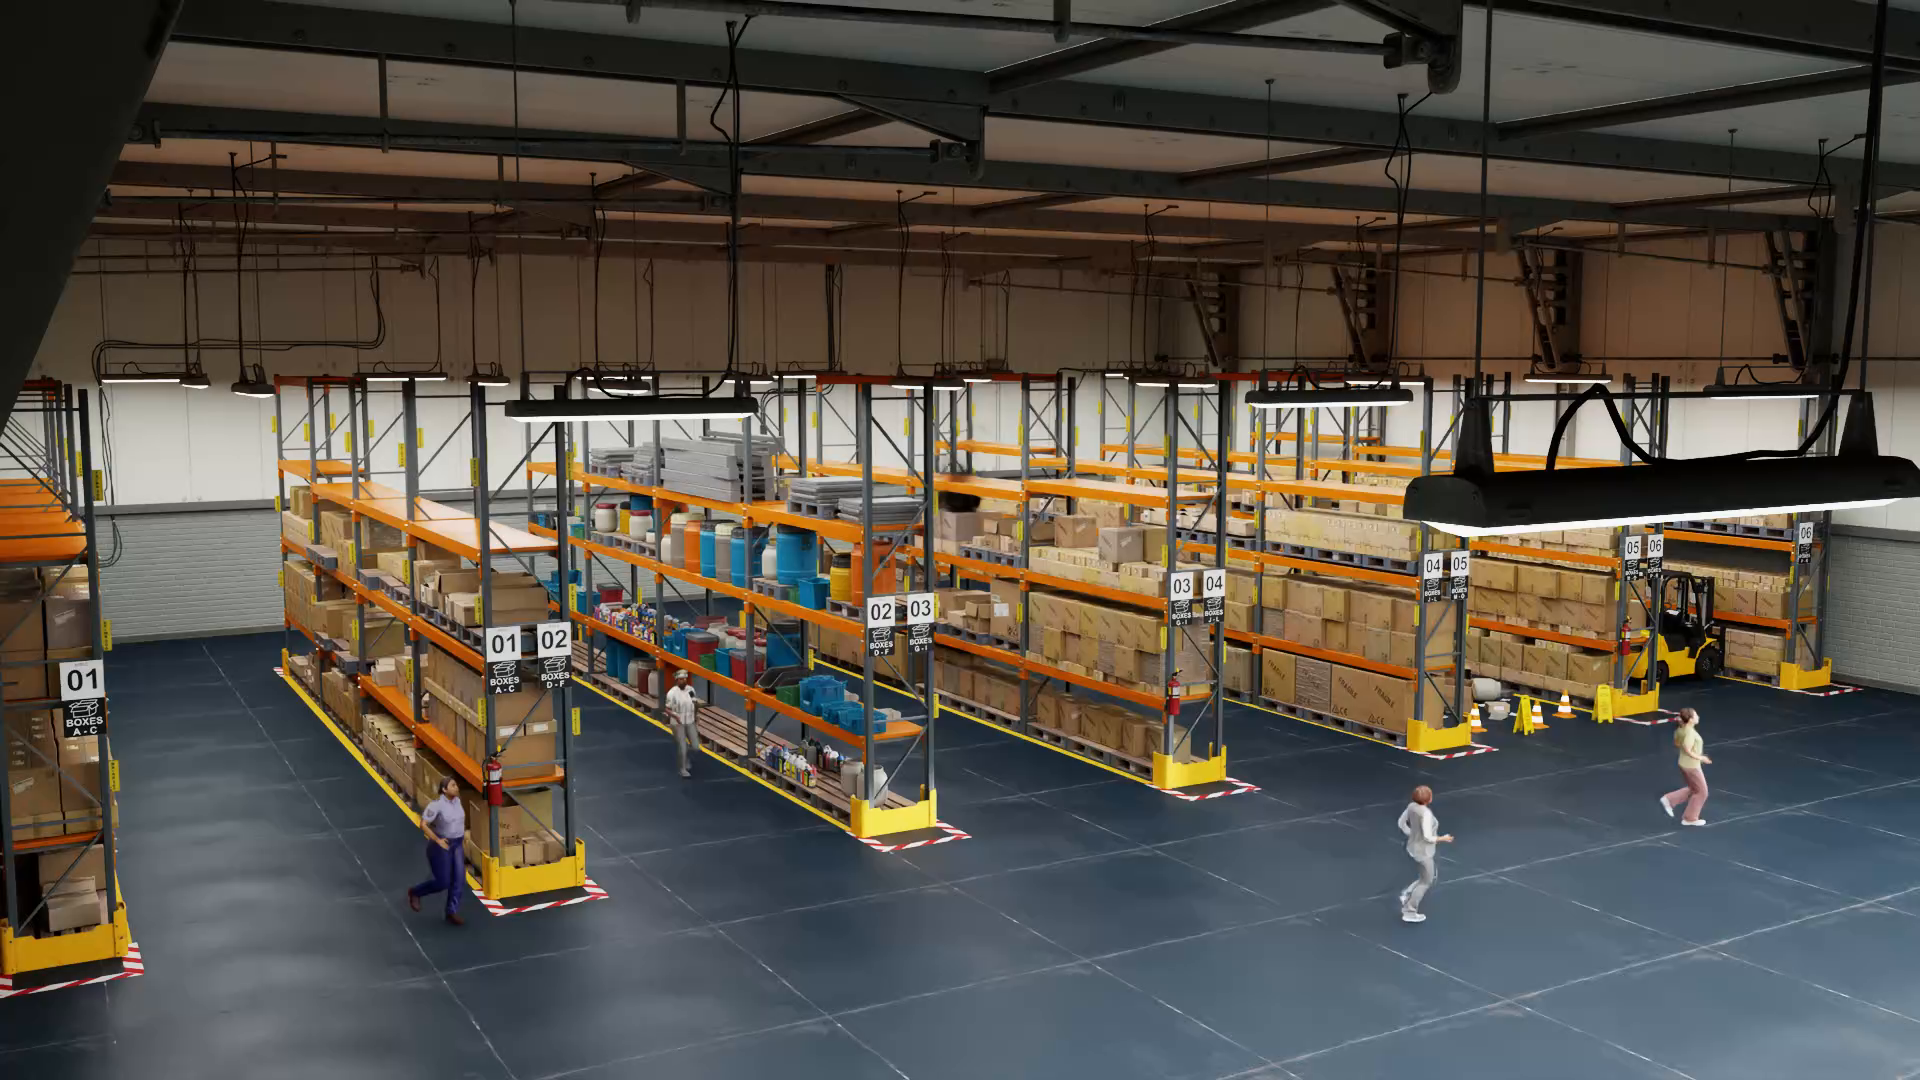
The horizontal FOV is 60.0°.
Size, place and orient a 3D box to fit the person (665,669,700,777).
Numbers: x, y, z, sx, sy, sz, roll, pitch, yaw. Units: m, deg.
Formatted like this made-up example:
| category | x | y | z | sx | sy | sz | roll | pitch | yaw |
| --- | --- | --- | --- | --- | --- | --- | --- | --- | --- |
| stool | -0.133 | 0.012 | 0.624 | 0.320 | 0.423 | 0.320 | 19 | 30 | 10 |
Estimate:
| category | x | y | z | sx | sy | sz | roll | pitch | yaw |
| --- | --- | --- | --- | --- | --- | --- | --- | --- | --- |
| person | -4.160 | 2.762 | 25.098 | 0.550 | 1.654 | 0.524 | -4 | 7 | -29 |

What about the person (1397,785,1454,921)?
| category | x | y | z | sx | sy | sz | roll | pitch | yaw |
| --- | --- | --- | --- | --- | --- | --- | --- | --- | --- |
| person | 5.234 | 3.510 | 18.677 | 0.548 | 1.558 | 0.518 | -1 | 6 | -8 |

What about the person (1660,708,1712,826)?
| category | x | y | z | sx | sy | sz | roll | pitch | yaw |
| --- | --- | --- | --- | --- | --- | --- | --- | --- | --- |
| person | 9.830 | 3.063 | 22.513 | 0.579 | 1.617 | 0.578 | 1 | 6 | 7 |

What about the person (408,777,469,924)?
| category | x | y | z | sx | sy | sz | roll | pitch | yaw |
| --- | --- | --- | --- | --- | --- | --- | --- | --- | --- |
| person | -5.816 | 3.485 | 18.872 | 0.750 | 1.592 | 0.662 | 3 | 7 | 25 |
